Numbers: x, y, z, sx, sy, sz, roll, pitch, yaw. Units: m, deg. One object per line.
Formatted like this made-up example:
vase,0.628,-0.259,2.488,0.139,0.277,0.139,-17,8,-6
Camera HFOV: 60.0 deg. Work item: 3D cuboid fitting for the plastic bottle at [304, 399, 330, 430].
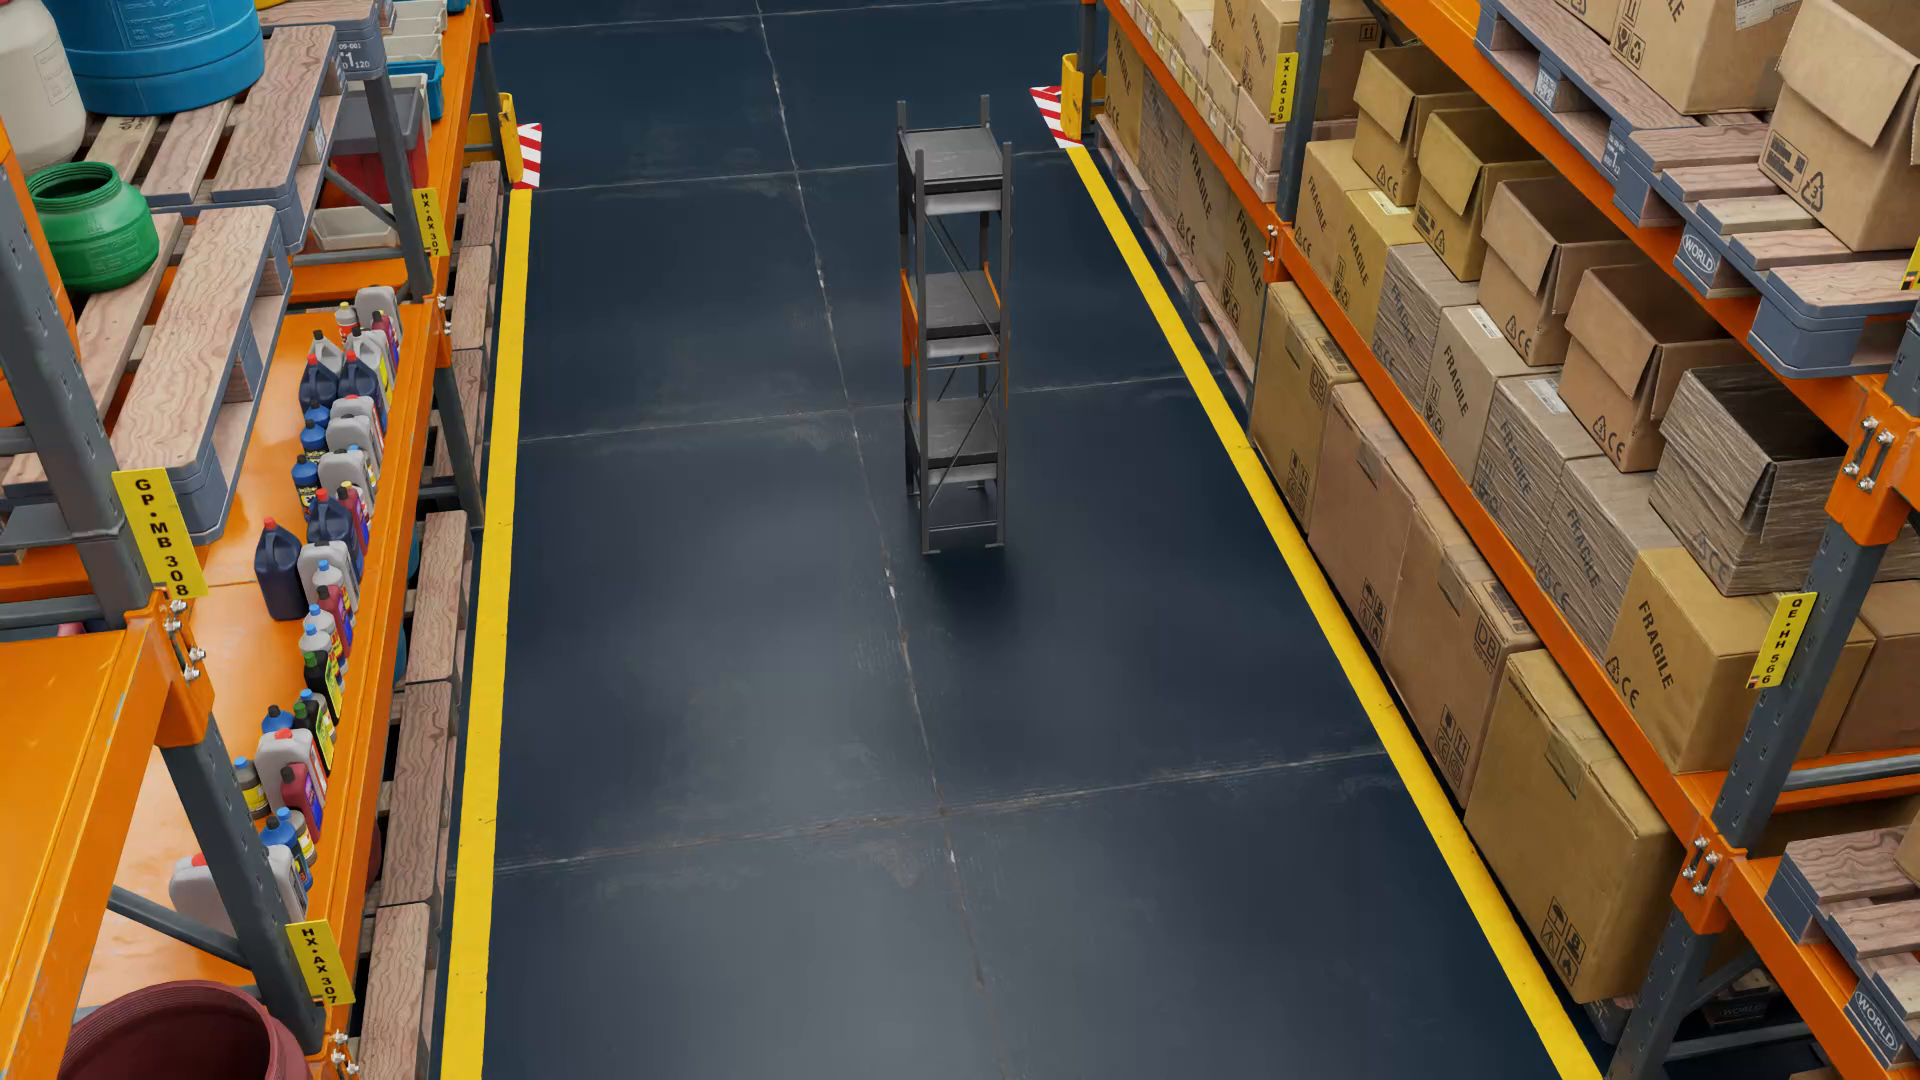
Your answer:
plastic bottle,-2.432,-0.414,6.342,0.097,0.271,0.097,0,38,0

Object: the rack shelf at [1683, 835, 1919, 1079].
rack shelf,3.076,2.158,3.514,1.077,0.370,4.000,-6,38,-8

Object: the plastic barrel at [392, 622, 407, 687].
plastic barrel,-2.650,0.203,6.811,0.600,0.901,0.708,-6,38,-8

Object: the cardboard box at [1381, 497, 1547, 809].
cardboard box,2.476,0.381,6.605,1.225,0.875,0.875,-6,38,-8

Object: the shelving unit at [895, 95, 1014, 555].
shelving unit,-0.029,-0.929,7.634,0.431,2.100,0.503,-6,38,-8

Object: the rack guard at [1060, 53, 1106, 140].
rack guard,1.318,-3.194,11.853,1.175,0.500,0.348,-6,38,-8

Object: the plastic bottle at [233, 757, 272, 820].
plastic bottle,-2.109,0.726,4.932,0.097,0.201,0.097,0,38,0

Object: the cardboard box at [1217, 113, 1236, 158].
cardboard box,1.558,-2.111,8.626,0.380,0.149,0.250,-7,38,-9

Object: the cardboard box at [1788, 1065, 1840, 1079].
cardboard box,2.862,1.882,4.962,0.700,0.500,0.500,-8,39,-10

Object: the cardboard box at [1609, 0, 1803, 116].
cardboard box,2.309,-1.597,4.892,0.500,0.500,0.500,-4,38,-6

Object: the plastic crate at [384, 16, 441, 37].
plastic crate,-3.196,-2.904,9.608,0.396,0.136,0.243,-6,38,-8

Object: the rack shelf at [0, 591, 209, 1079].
rack shelf,-1.801,1.506,1.908,1.077,0.370,4.000,-6,38,-8

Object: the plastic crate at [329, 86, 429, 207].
plastic crate,-2.762,-1.833,7.963,0.402,0.464,0.583,-6,38,-8

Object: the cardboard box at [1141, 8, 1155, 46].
cardboard box,1.288,-3.041,9.824,0.380,0.149,0.250,-7,38,-8

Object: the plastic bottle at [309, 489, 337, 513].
plastic bottle,-2.238,-0.063,5.891,0.097,0.271,0.097,0,38,0

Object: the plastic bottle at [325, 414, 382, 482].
plastic bottle,-2.289,-0.359,6.268,0.152,0.276,0.135,-6,38,-8

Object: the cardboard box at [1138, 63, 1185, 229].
cardboard box,1.673,-2.566,10.397,0.875,0.875,0.875,-6,38,-8

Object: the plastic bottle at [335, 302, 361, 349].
plastic bottle,-2.585,-0.911,7.040,0.097,0.201,0.097,0,38,0

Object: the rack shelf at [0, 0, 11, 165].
rack shelf,-2.502,-1.937,4.220,1.077,0.370,4.000,-6,38,-8

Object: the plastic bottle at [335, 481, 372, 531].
plastic bottle,-2.201,-0.122,6.024,0.097,0.201,0.097,0,38,0

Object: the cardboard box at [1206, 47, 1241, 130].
cardboard box,1.595,-2.359,8.622,0.500,0.250,0.500,-5,38,-7

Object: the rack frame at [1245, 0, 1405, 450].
rack frame,2.024,-1.750,7.958,1.000,3.000,0.127,-6,38,-8

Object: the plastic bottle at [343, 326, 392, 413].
plastic bottle,-2.369,-0.678,6.618,0.144,0.351,0.185,-6,38,-8

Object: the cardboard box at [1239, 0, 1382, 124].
cardboard box,1.680,-2.354,8.003,0.500,0.500,0.500,-5,38,-7

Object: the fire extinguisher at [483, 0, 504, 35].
fire extinguisher,-3.133,-3.596,10.700,0.296,0.674,0.183,-6,38,-8

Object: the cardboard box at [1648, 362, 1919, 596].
cardboard box,2.613,-0.213,5.080,0.797,0.503,0.637,-5,38,-6

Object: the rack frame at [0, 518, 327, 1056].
rack frame,-2.151,1.198,4.162,1.000,3.000,0.127,-6,38,-8

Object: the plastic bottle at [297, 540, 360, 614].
plastic bottle,-2.152,0.114,5.660,0.152,0.276,0.135,-6,38,-8

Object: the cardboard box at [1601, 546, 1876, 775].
cardboard box,2.395,0.355,5.167,0.500,0.500,0.500,-5,38,-7

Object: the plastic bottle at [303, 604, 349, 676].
plastic bottle,-2.064,0.322,5.396,0.097,0.271,0.097,0,38,0

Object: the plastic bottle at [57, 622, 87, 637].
plastic bottle,-2.843,0.356,5.342,0.061,0.283,0.133,-6,38,-8

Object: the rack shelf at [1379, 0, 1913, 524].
rack shelf,2.374,-1.443,5.703,1.077,0.370,4.000,-6,38,-8

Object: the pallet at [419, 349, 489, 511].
pallet,-3.020,-0.556,8.694,1.003,0.211,1.213,-6,38,-8

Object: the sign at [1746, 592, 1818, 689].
sign,2.179,0.270,4.414,0.100,0.325,0.005,-6,38,-8

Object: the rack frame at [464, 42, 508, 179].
rack frame,-3.554,-3.634,10.382,1.000,3.000,0.127,-6,38,-8

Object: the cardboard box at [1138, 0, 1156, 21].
cardboard box,1.323,-3.288,9.818,0.500,0.250,0.500,-7,38,-9

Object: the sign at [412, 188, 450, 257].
sign,-2.311,-1.385,7.262,0.100,0.325,0.005,-6,38,-8

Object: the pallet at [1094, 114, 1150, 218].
pallet,1.540,-2.591,11.313,1.003,0.211,1.213,-6,38,-8

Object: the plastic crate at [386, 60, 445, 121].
plastic crate,-2.941,-2.378,8.854,0.416,0.233,0.300,-6,38,-8

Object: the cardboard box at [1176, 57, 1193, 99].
cardboard box,1.422,-2.576,9.226,0.380,0.149,0.250,-7,38,-9

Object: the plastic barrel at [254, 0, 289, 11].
plastic barrel,-2.493,-2.113,5.484,0.600,0.588,0.600,0,38,0

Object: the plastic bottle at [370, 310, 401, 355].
plastic bottle,-2.418,-0.869,6.985,0.097,0.201,0.097,0,38,0

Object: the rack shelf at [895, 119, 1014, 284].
rack shelf,-0.029,-1.471,7.213,0.431,0.518,0.480,-6,38,-8

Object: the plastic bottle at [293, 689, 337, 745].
plastic bottle,-2.007,0.548,5.162,0.097,0.201,0.097,0,38,0

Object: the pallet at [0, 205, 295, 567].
pallet,-2.189,-0.384,3.908,1.003,0.211,1.213,-6,38,-8

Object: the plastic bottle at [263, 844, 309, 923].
plastic bottle,-1.909,0.951,4.582,0.152,0.276,0.135,-6,38,-8

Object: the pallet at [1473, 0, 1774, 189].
pallet,2.361,-1.503,5.348,1.003,0.211,1.213,-5,38,-6

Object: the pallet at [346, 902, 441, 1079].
pallet,-2.330,1.828,5.625,1.003,0.211,1.213,-6,38,-8

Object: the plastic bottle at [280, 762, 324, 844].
plastic bottle,-1.922,0.745,4.841,0.061,0.283,0.133,-6,38,-8

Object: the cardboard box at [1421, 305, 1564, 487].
cardboard box,2.130,-0.568,6.354,0.500,0.500,0.500,-6,38,-7

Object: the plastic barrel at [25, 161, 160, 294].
plastic barrel,-2.111,-0.755,4.017,0.294,0.245,0.294,0,38,0

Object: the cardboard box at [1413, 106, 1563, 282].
cardboard box,2.253,-1.385,6.589,0.797,0.503,0.637,-6,38,-7

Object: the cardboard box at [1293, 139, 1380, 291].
cardboard box,1.858,-1.485,7.535,0.500,0.500,0.500,-6,38,-8
